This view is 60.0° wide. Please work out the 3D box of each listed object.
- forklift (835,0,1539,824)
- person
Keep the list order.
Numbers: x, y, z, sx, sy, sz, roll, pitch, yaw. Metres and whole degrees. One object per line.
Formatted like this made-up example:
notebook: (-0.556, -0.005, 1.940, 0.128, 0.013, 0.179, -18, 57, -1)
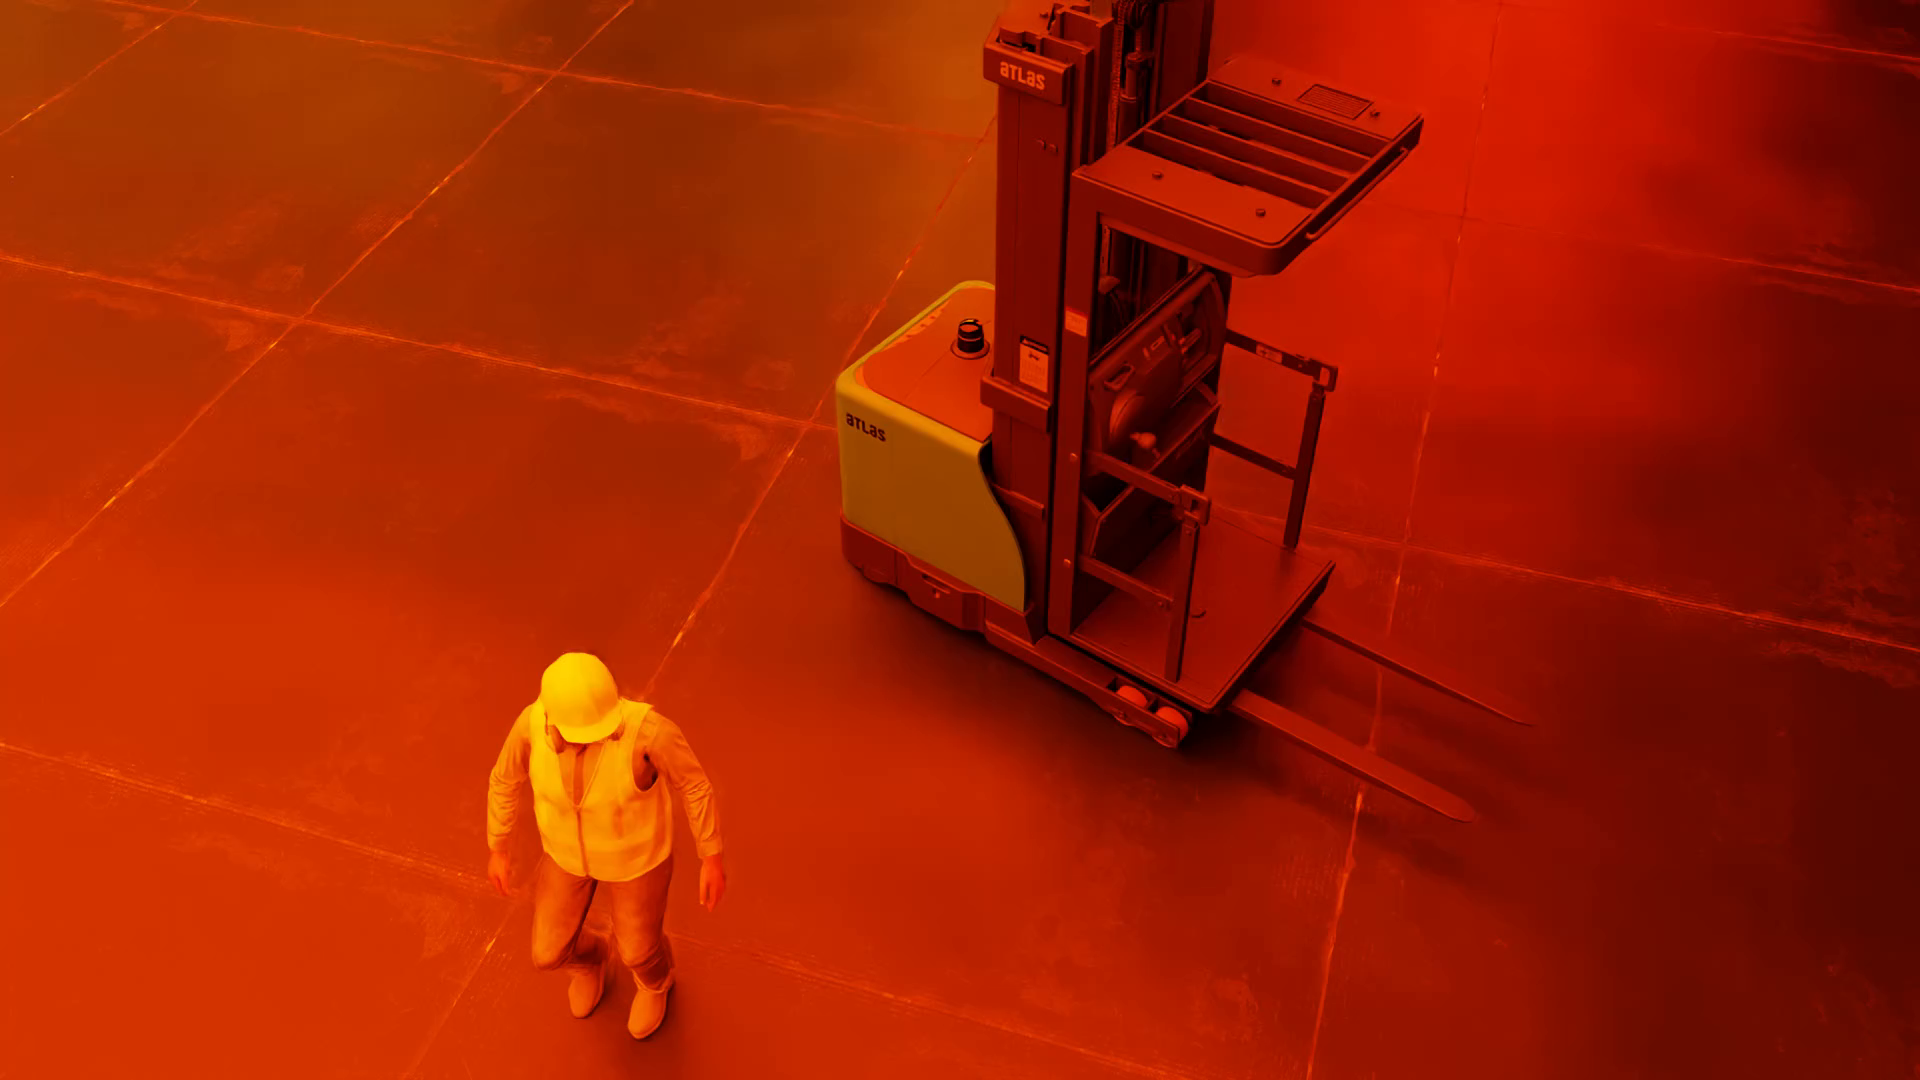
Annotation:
forklift: (0.938, -0.628, 6.364, 3.031, 2.935, 1.130, 27, 49, 26)
person: (-1.133, 1.045, 5.455, 0.805, 1.767, 0.498, 9, 44, 9)
